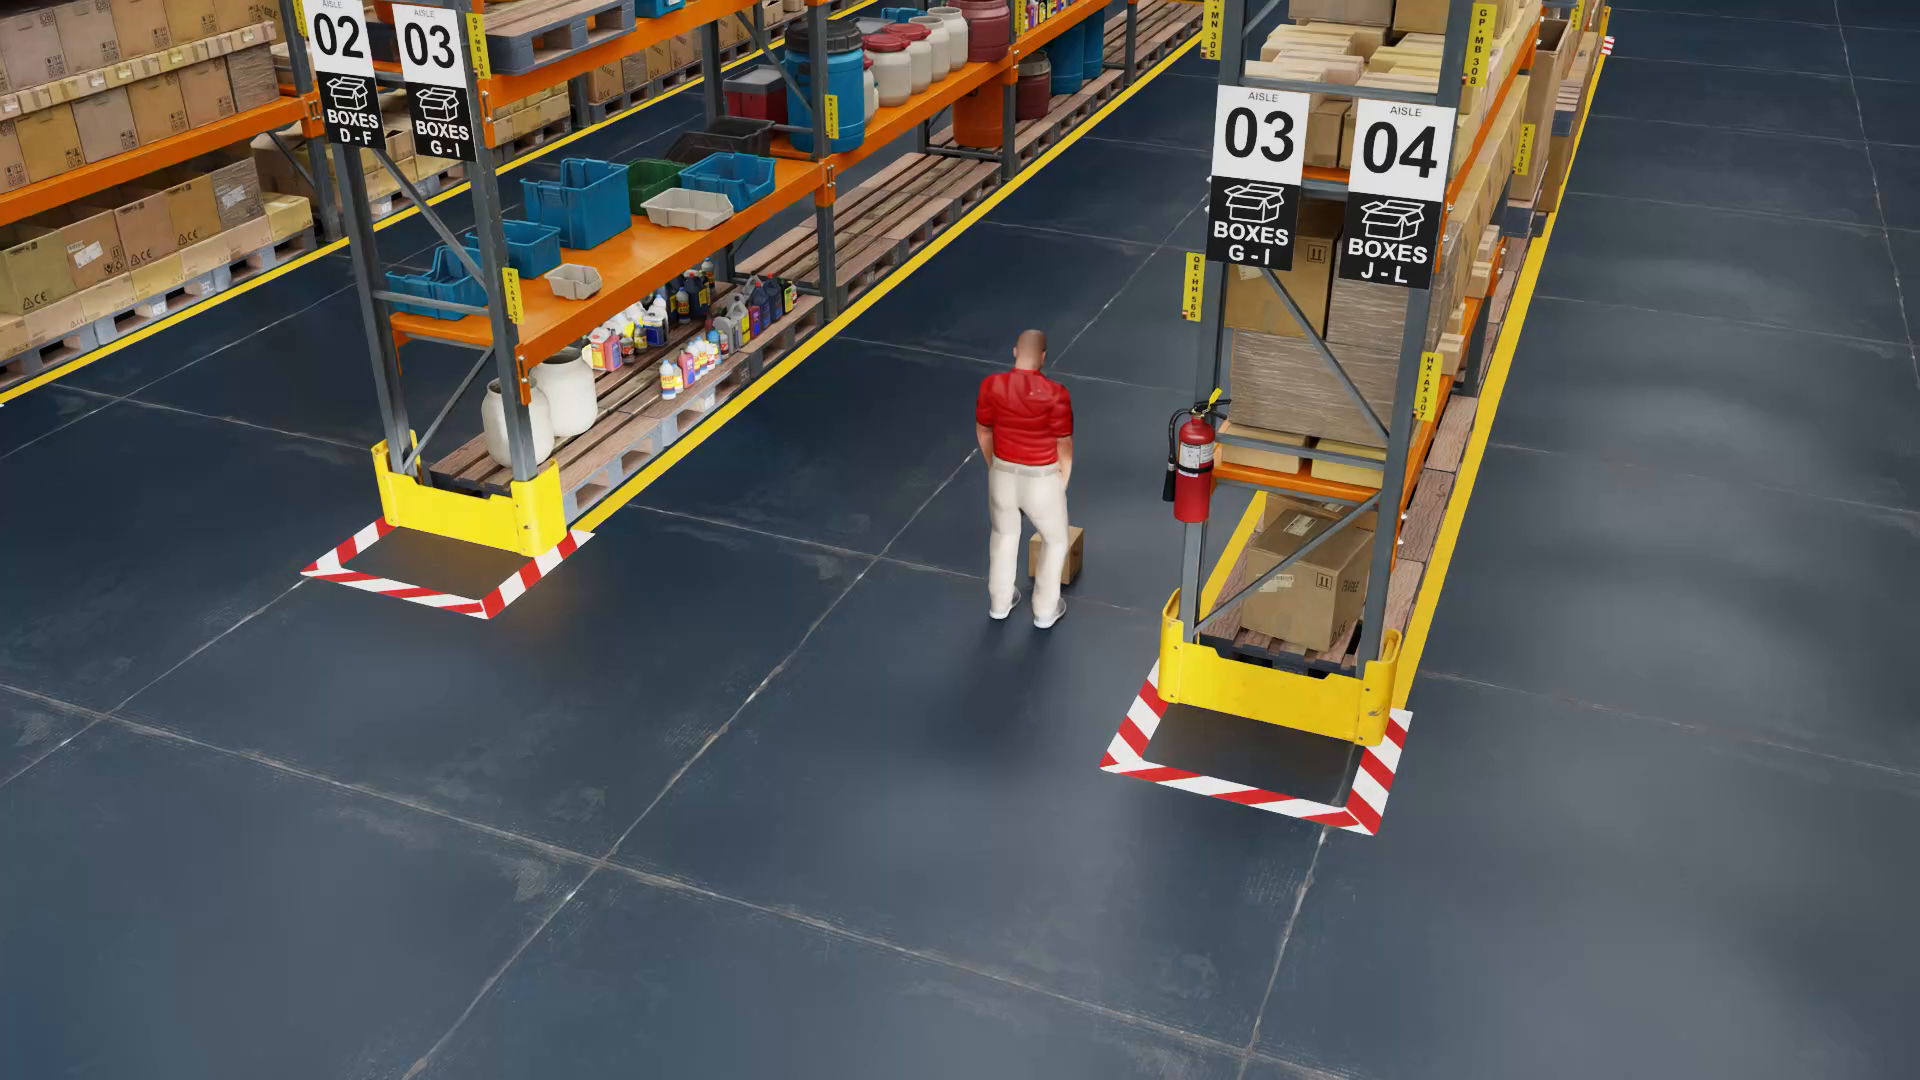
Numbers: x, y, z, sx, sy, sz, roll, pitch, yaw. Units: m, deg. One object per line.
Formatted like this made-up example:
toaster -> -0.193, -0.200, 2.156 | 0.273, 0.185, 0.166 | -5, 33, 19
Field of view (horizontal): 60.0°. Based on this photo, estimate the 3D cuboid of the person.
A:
person -> 0.347, -0.321, 9.043 | 0.553, 1.688, 0.415 | 12, 32, 20
